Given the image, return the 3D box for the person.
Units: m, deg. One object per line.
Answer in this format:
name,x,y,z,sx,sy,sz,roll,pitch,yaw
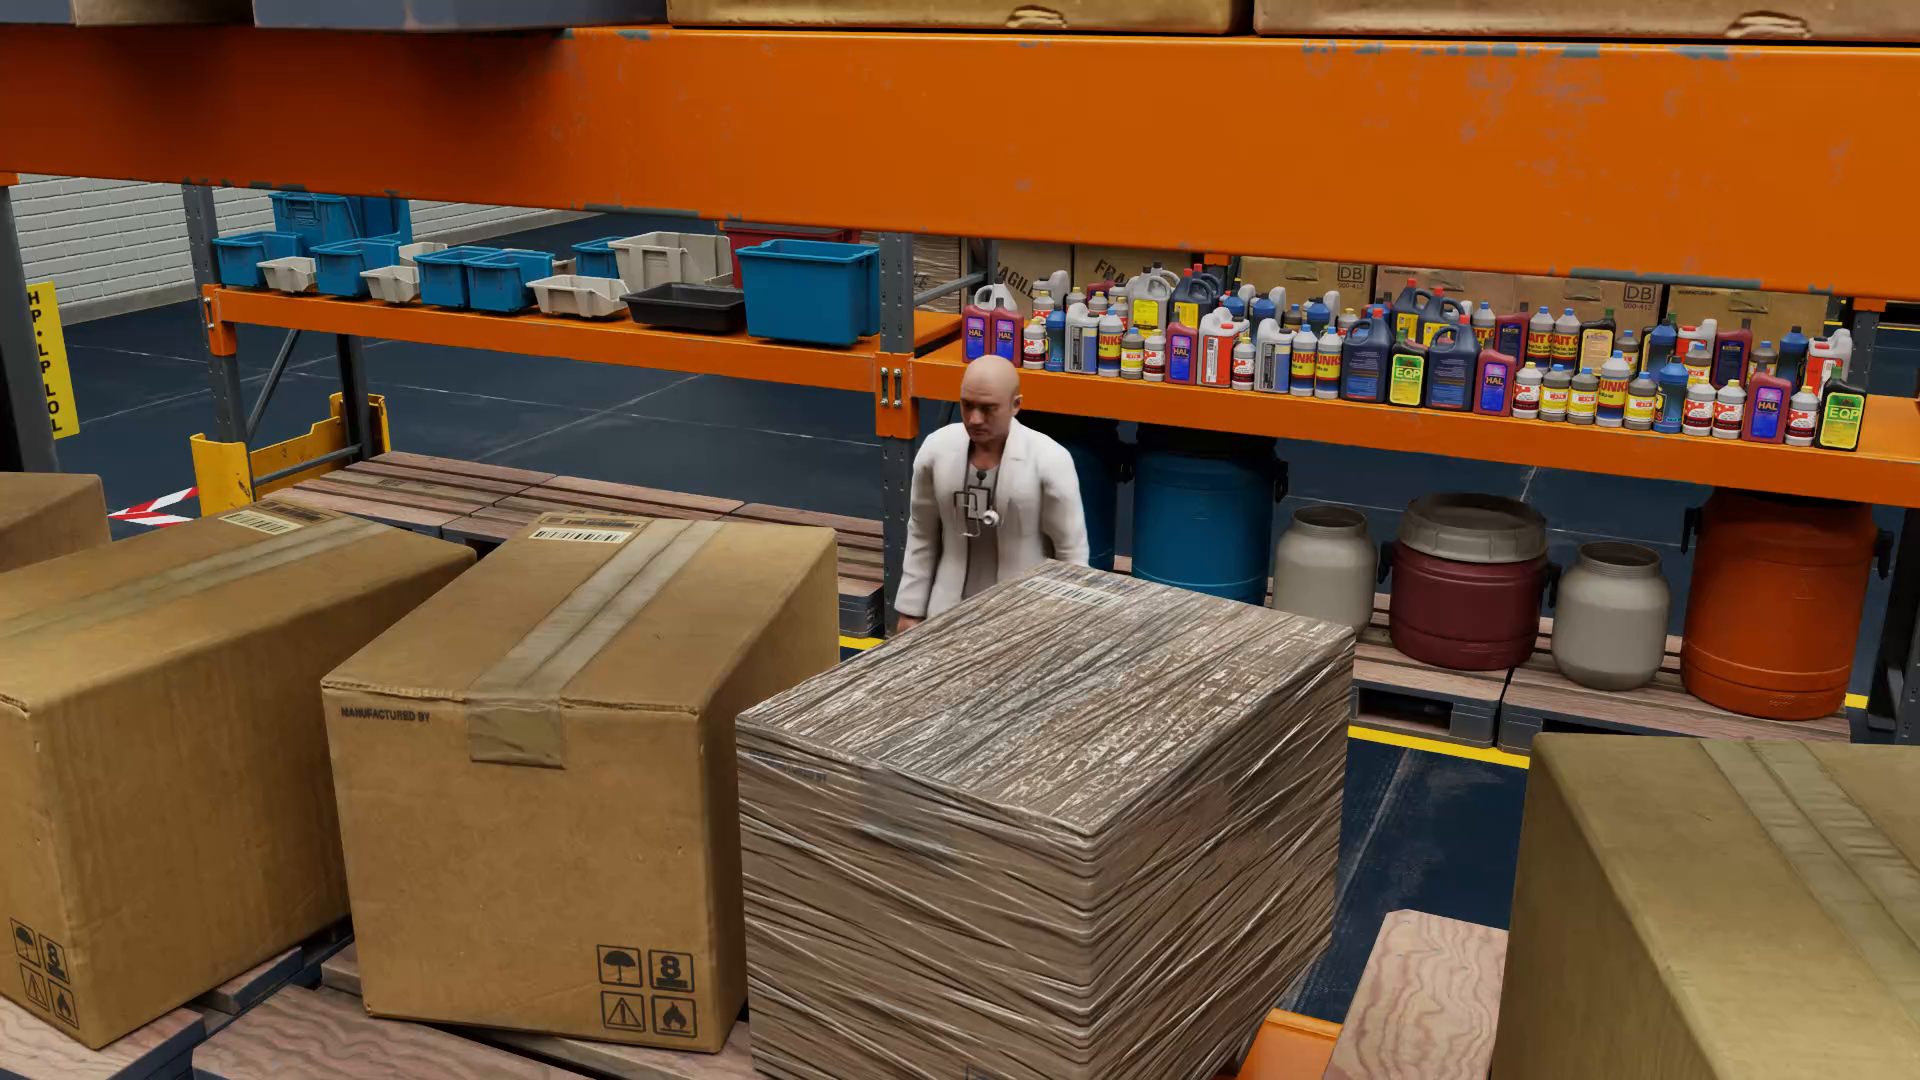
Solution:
person,0.092,0.276,5.272,0.642,1.774,0.421,8,20,23
